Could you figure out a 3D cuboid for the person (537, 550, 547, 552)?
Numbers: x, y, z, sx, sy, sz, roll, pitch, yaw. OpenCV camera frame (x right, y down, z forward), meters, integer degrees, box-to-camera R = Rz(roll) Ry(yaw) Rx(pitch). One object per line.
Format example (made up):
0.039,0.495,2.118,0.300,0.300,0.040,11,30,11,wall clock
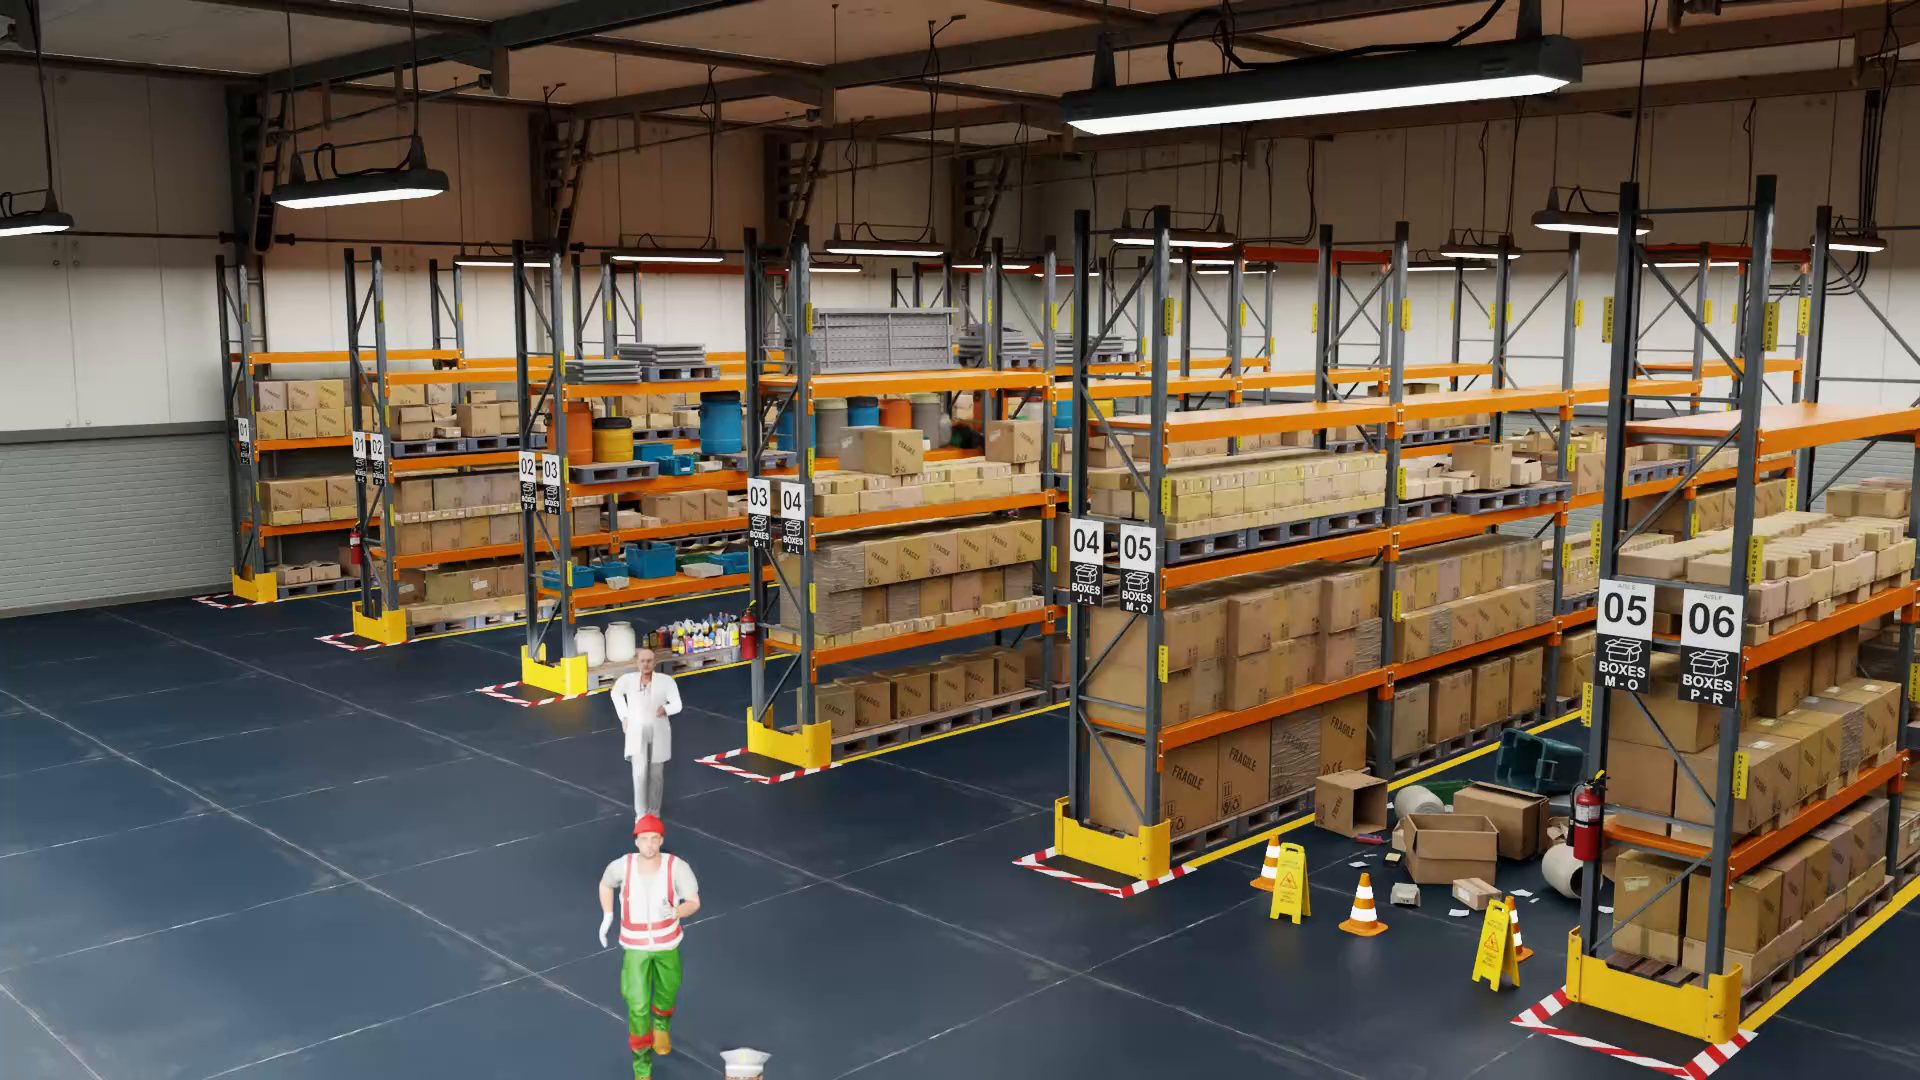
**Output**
-7.410,0.175,29.572,0.561,1.657,0.638,7,11,41,person

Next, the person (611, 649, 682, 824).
-3.097,2.019,16.458,0.696,1.725,0.785,-1,8,-9,person

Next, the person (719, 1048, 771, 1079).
-1.035,3.221,8.000,0.583,1.664,0.595,-1,8,-6,person

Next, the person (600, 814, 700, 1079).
-2.051,2.707,11.030,0.655,1.810,0.898,-2,8,-14,person
